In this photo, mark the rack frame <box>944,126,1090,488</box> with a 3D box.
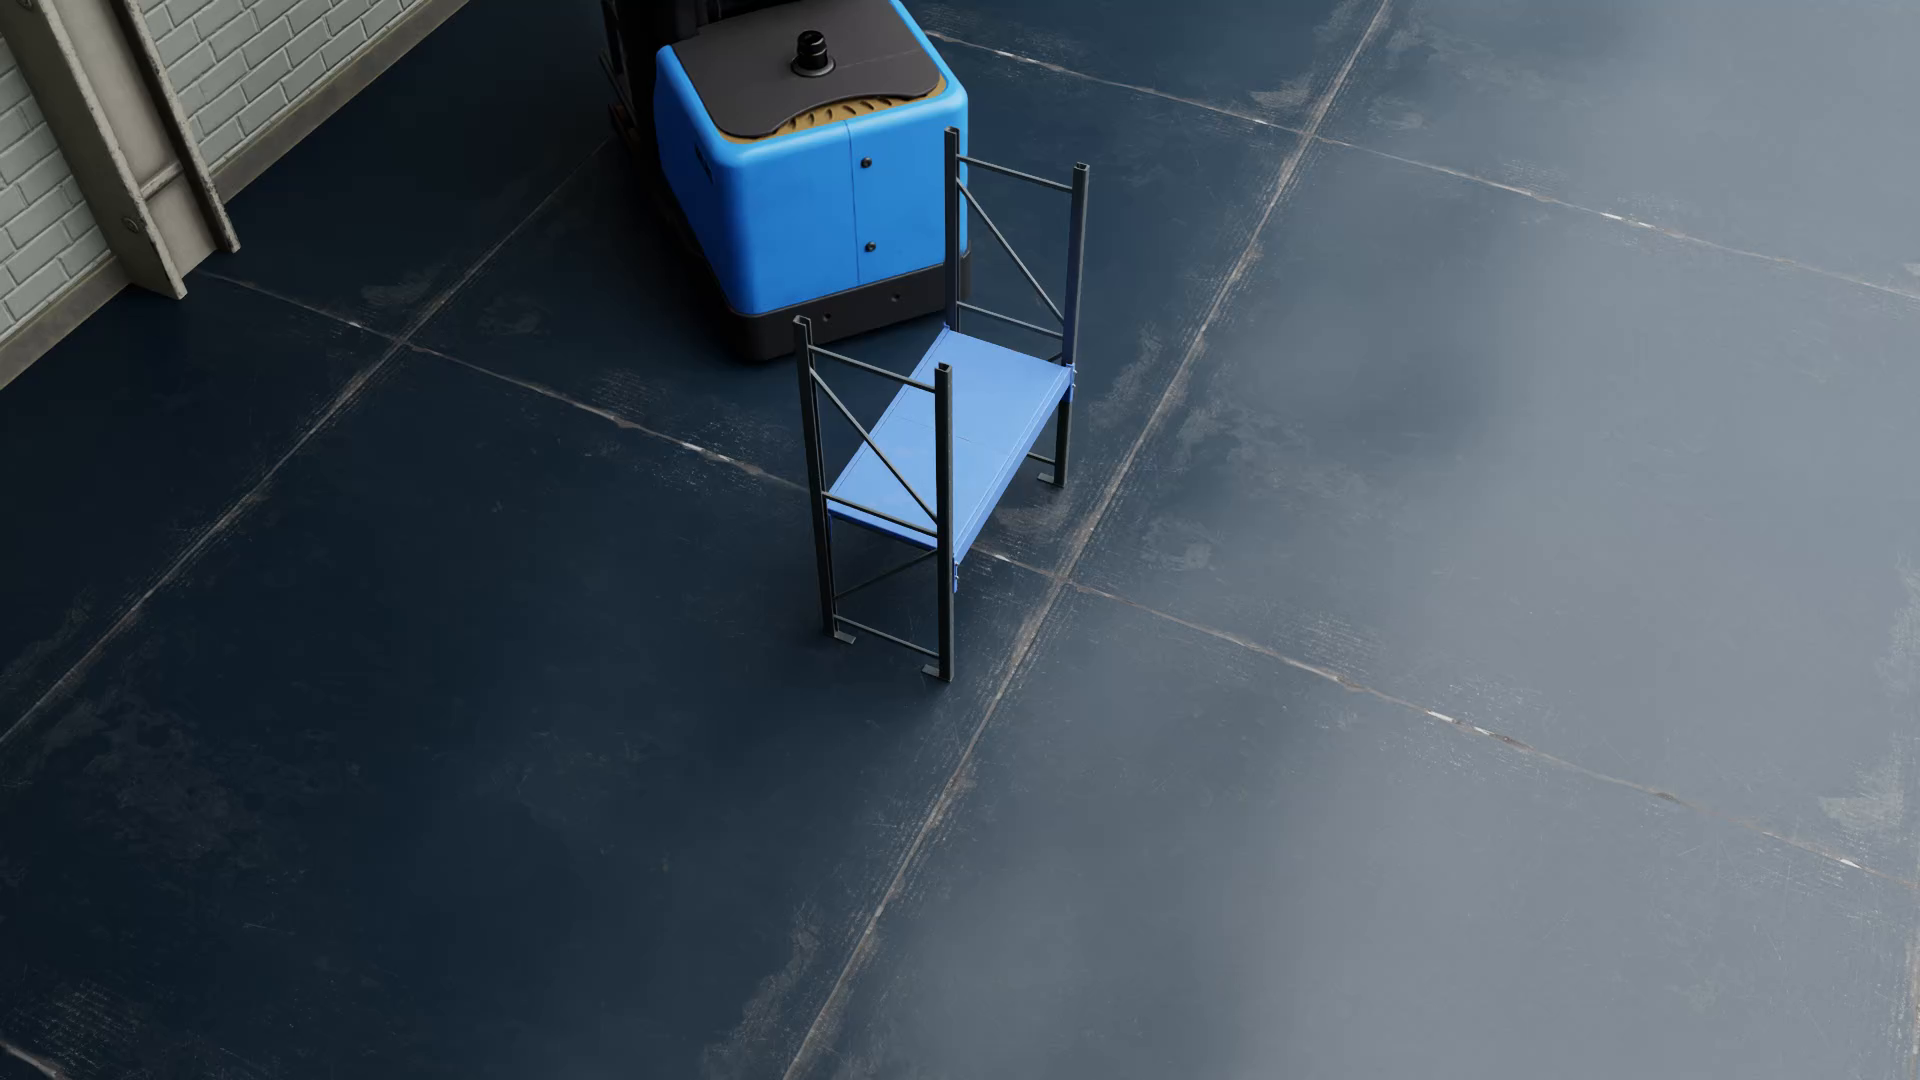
[{"bbox_3d":[0.181,-0.777,5.927,0.500,1.500,0.032,20,52,16],"label":"rack frame"}]

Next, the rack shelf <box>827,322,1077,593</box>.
[{"bbox_3d":[-0.036,-0.311,5.766,0.538,0.185,1.000,20,52,16],"label":"rack shelf"}]

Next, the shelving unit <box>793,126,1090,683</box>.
[{"bbox_3d":[-0.036,-0.427,5.629,0.538,1.500,1.048,20,52,16],"label":"shelving unit"}]

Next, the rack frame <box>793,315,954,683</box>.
[{"bbox_3d":[-0.254,-0.077,5.331,0.500,1.500,0.032,20,52,16],"label":"rack frame"}]

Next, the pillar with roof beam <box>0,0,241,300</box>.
[{"bbox_3d":[0.492,-2.730,2.664,9.100,9.000,0.400,20,52,16],"label":"pillar with roof beam"}]

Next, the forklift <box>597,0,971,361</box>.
[{"bbox_3d":[-1.001,-2.823,6.728,1.130,2.935,3.031,-18,52,-15],"label":"forklift"}]
